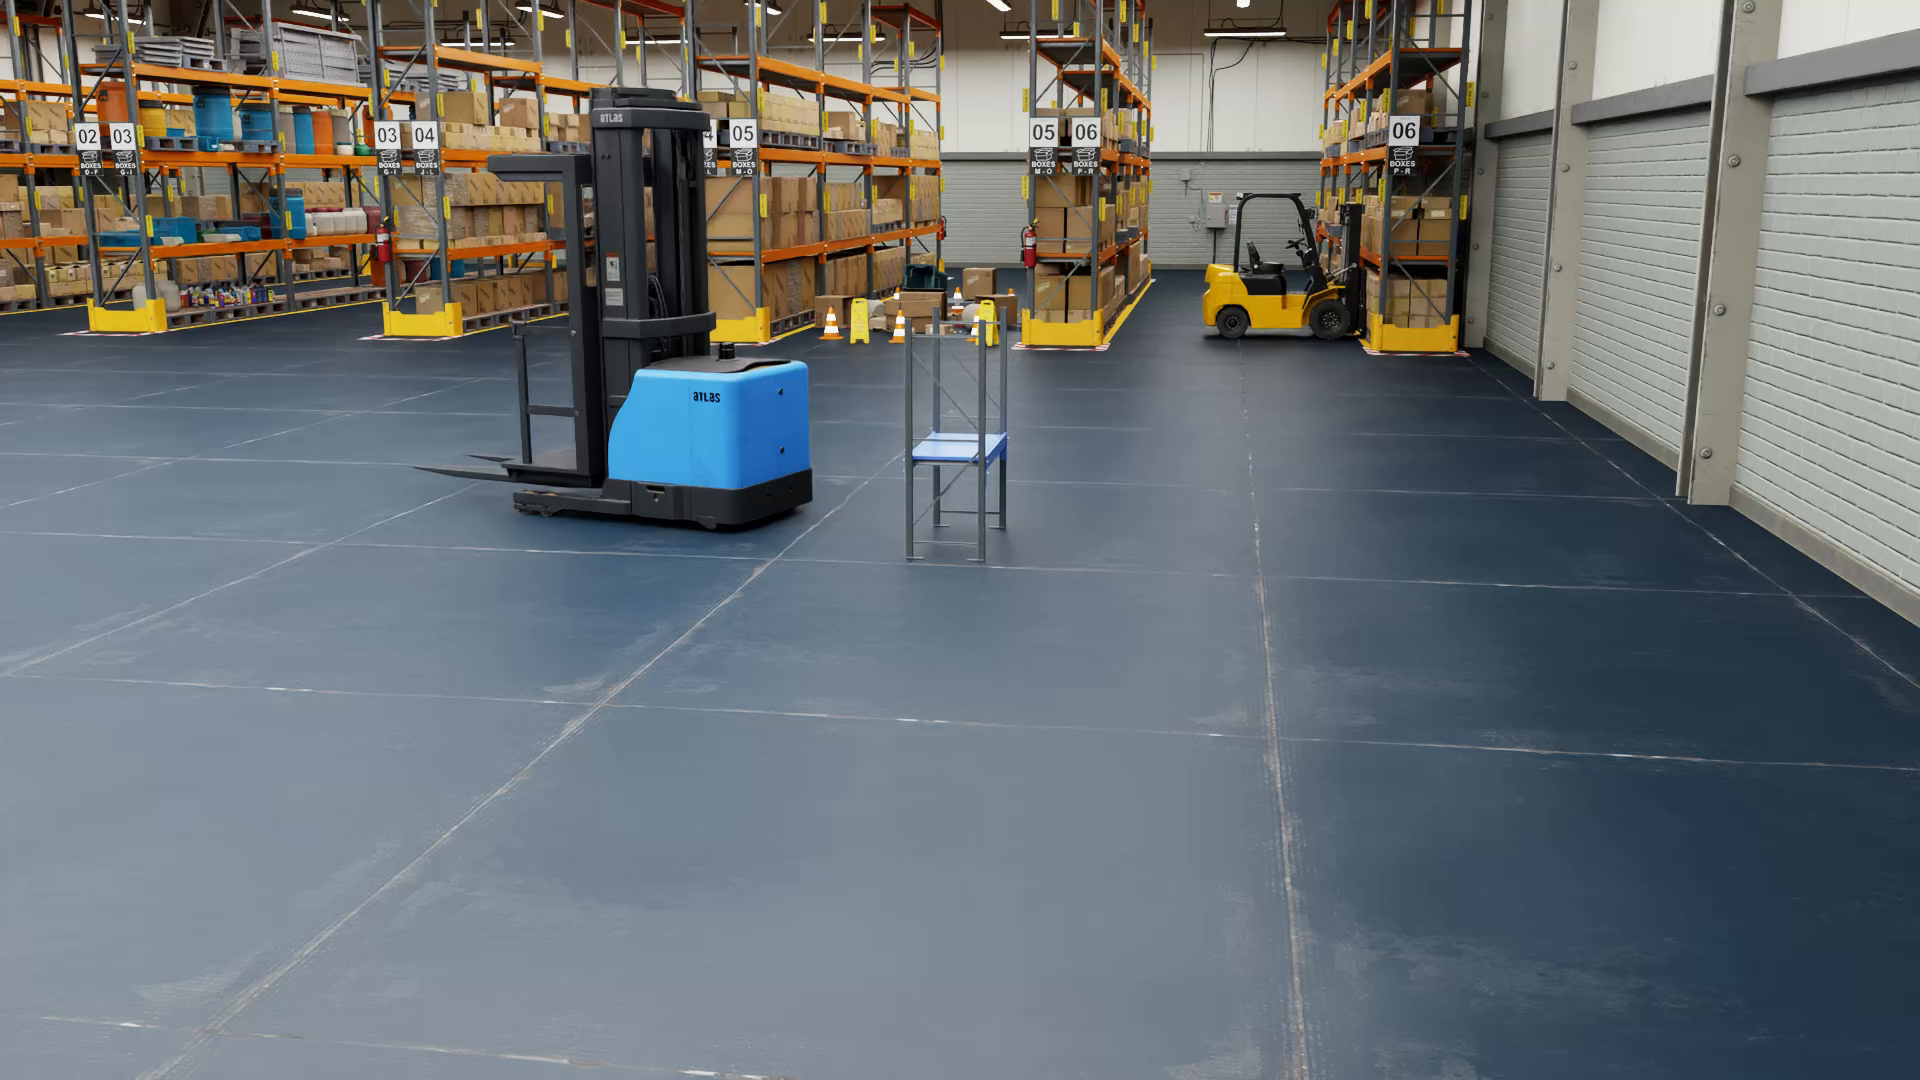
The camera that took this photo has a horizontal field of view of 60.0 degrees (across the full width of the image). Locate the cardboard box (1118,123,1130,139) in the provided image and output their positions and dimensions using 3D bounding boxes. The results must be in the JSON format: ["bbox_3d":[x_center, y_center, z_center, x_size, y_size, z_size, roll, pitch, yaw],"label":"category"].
[{"bbox_3d":[2.583,-6.847,27.883,0.500,0.250,0.500,2,12,7],"label":"cardboard box"}]

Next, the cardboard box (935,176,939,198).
[{"bbox_3d":[-0.788,-8.357,39.334,0.500,0.500,0.500,2,12,7],"label":"cardboard box"}]

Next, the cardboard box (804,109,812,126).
[{"bbox_3d":[-2.709,-6.856,26.981,0.500,0.250,0.500,2,12,8],"label":"cardboard box"}]

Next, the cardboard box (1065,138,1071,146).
[{"bbox_3d":[1.446,-5.892,24.688,0.380,0.149,0.250,2,12,9],"label":"cardboard box"}]

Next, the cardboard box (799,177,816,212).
[{"bbox_3d":[-2.870,-5.686,27.340,0.875,0.550,0.550,2,12,9],"label":"cardboard box"}]

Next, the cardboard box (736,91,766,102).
[{"bbox_3d":[-3.059,-6.493,24.352,0.380,0.149,0.250,2,12,9],"label":"cardboard box"}]

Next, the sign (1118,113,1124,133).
[{"bbox_3d":[2.635,-6.843,27.279,0.100,0.325,0.005,2,12,9],"label":"sign"}]

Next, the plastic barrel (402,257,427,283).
[{"bbox_3d":[-11.741,-5.818,35.597,0.600,0.588,0.708,2,12,9],"label":"plastic barrel"}]

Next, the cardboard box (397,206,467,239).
[{"bbox_3d":[-8.198,-4.936,25.835,0.875,0.500,0.500,2,12,9],"label":"cardboard box"}]

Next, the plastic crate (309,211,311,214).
[{"bbox_3d":[-12.524,-6.159,32.300,0.402,0.464,0.583,2,12,9],"label":"plastic crate"}]

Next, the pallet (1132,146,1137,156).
[{"bbox_3d":[2.759,-7.482,31.921,1.213,0.211,1.003,2,12,11],"label":"pallet"}]

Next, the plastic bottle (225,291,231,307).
[{"bbox_3d":[-12.549,-4.130,28.467,0.097,0.271,0.097,0,12,0],"label":"plastic bottle"}]

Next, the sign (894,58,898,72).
[{"bbox_3d":[-1.500,-11.223,39.304,0.100,0.325,0.005,2,12,9],"label":"sign"}]

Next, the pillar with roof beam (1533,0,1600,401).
[{"bbox_3d":[2.209,-6.086,17.874,9.100,9.000,0.400,2,12,9],"label":"pillar with roof beam"}]

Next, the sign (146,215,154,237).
[{"bbox_3d":[-12.661,-4.905,25.978,0.100,0.325,0.005,2,12,9],"label":"sign"}]

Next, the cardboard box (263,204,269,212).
[{"bbox_3d":[-15.905,-7.594,38.874,0.500,0.500,0.500,2,12,10],"label":"cardboard box"}]

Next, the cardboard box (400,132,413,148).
[{"bbox_3d":[-8.487,-6.130,25.553,0.500,0.250,0.500,2,12,10],"label":"cardboard box"}]

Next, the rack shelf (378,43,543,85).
[{"bbox_3d":[-8.002,-7.624,26.725,1.077,0.370,4.000,2,12,9],"label":"rack shelf"}]

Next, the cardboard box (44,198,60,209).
[{"bbox_3d":[-21.038,-7.601,38.153,0.500,0.500,0.500,2,12,9],"label":"cardboard box"}]

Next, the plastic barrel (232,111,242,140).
[{"bbox_3d":[-12.849,-7.264,29.199,0.421,0.512,0.421,0,12,0],"label":"plastic barrel"}]

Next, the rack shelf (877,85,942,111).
[{"bbox_3d":[-1.271,-9.940,37.473,1.077,0.370,4.000,2,12,9],"label":"rack shelf"}]

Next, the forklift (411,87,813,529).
[{"bbox_3d":[-2.619,-1.694,11.896,3.031,2.935,1.130,6,13,25],"label":"forklift"}]

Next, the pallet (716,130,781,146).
[{"bbox_3d":[-3.321,-6.024,24.918,1.003,0.211,1.213,2,12,9],"label":"pallet"}]

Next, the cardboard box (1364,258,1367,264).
[{"bbox_3d":[8.152,-5.482,32.709,0.380,0.149,0.250,2,12,9],"label":"cardboard box"}]

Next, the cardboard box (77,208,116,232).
[{"bbox_3d":[-17.109,-6.314,32.936,0.500,0.500,0.500,1,12,6],"label":"cardboard box"}]

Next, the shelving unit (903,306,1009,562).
[{"bbox_3d":[-0.013,-0.715,10.753,0.538,1.500,1.048,2,12,9],"label":"shelving unit"}]

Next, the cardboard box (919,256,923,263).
[{"bbox_3d":[-1.056,-6.437,38.098,0.380,0.149,0.250,2,12,9],"label":"cardboard box"}]

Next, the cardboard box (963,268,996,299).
[{"bbox_3d":[0.334,-4.340,28.145,0.500,0.500,0.500,2,12,9],"label":"cardboard box"}]

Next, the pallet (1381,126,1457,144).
[{"bbox_3d":[6.522,-5.717,23.489,1.003,0.211,1.213,2,12,9],"label":"pallet"}]

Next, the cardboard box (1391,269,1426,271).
[{"bbox_3d":[7.055,-4.115,26.125,0.500,0.250,0.500,2,12,8],"label":"cardboard box"}]

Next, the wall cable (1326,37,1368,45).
[{"bbox_3d":[10.981,-14.263,42.613,2.988,3.039,0.133,2,12,9],"label":"wall cable"}]

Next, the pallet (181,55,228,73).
[{"bbox_3d":[-12.873,-7.839,27.405,1.003,0.211,1.213,2,12,9],"label":"pallet"}]

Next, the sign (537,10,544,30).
[{"bbox_3d":[-7.161,-8.868,28.375,0.100,0.325,0.005,2,12,9],"label":"sign"}]

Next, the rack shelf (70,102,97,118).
[{"bbox_3d":[-20.840,-10.410,40.592,1.077,0.370,4.000,2,12,9],"label":"rack shelf"}]

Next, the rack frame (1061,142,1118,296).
[{"bbox_3d":[2.097,-5.140,27.723,1.000,3.000,0.127,2,12,9],"label":"rack frame"}]

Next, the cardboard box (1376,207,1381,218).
[{"bbox_3d":[6.318,-4.809,24.410,0.380,0.149,0.250,1,12,7],"label":"cardboard box"}]

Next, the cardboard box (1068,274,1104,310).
[{"bbox_3d":[1.883,-3.699,24.787,0.500,0.500,0.500,1,12,7],"label":"cardboard box"}]

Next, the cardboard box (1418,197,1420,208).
[{"bbox_3d":[6.750,-4.830,23.804,0.380,0.149,0.250,2,12,10],"label":"cardboard box"}]

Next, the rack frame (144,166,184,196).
[{"bbox_3d":[-20.532,-8.440,43.038,1.000,3.000,0.127,2,12,9],"label":"rack frame"}]

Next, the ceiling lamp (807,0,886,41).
[{"bbox_3d":[-2.931,-14.222,41.769,2.000,3.185,0.800,2,12,9],"label":"ceiling lamp"}]

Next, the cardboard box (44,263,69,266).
[{"bbox_3d":[-17.551,-5.224,32.312,0.500,0.311,0.500,2,12,8],"label":"cardboard box"}]

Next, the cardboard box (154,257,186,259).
[{"bbox_3d":[-16.956,-5.811,35.725,0.500,0.500,0.500,2,12,11],"label":"cardboard box"}]

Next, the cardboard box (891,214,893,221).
[{"bbox_3d":[-1.600,-6.722,34.663,0.380,0.149,0.250,1,12,6],"label":"cardboard box"}]

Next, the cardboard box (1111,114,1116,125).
[{"bbox_3d":[2.261,-6.634,26.240,0.380,0.149,0.250,2,12,10],"label":"cardboard box"}]

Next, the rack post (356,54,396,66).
[{"bbox_3d":[-11.951,-9.804,33.902,0.624,0.289,0.986,2,12,9],"label":"rack post"}]

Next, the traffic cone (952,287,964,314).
[{"bbox_3d":[-0.039,-4.296,29.829,0.336,0.463,0.334,2,12,9],"label":"traffic cone"}]

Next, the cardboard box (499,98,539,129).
[{"bbox_3d":[-7.512,-7.264,28.330,0.500,0.500,0.500,2,12,7],"label":"cardboard box"}]

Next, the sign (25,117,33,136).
[{"bbox_3d":[-16.934,-7.523,30.245,0.100,0.325,0.005,2,12,9],"label":"sign"}]

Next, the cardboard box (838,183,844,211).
[{"bbox_3d":[-2.505,-6.238,30.207,0.700,0.500,0.500,2,12,8],"label":"cardboard box"}]
